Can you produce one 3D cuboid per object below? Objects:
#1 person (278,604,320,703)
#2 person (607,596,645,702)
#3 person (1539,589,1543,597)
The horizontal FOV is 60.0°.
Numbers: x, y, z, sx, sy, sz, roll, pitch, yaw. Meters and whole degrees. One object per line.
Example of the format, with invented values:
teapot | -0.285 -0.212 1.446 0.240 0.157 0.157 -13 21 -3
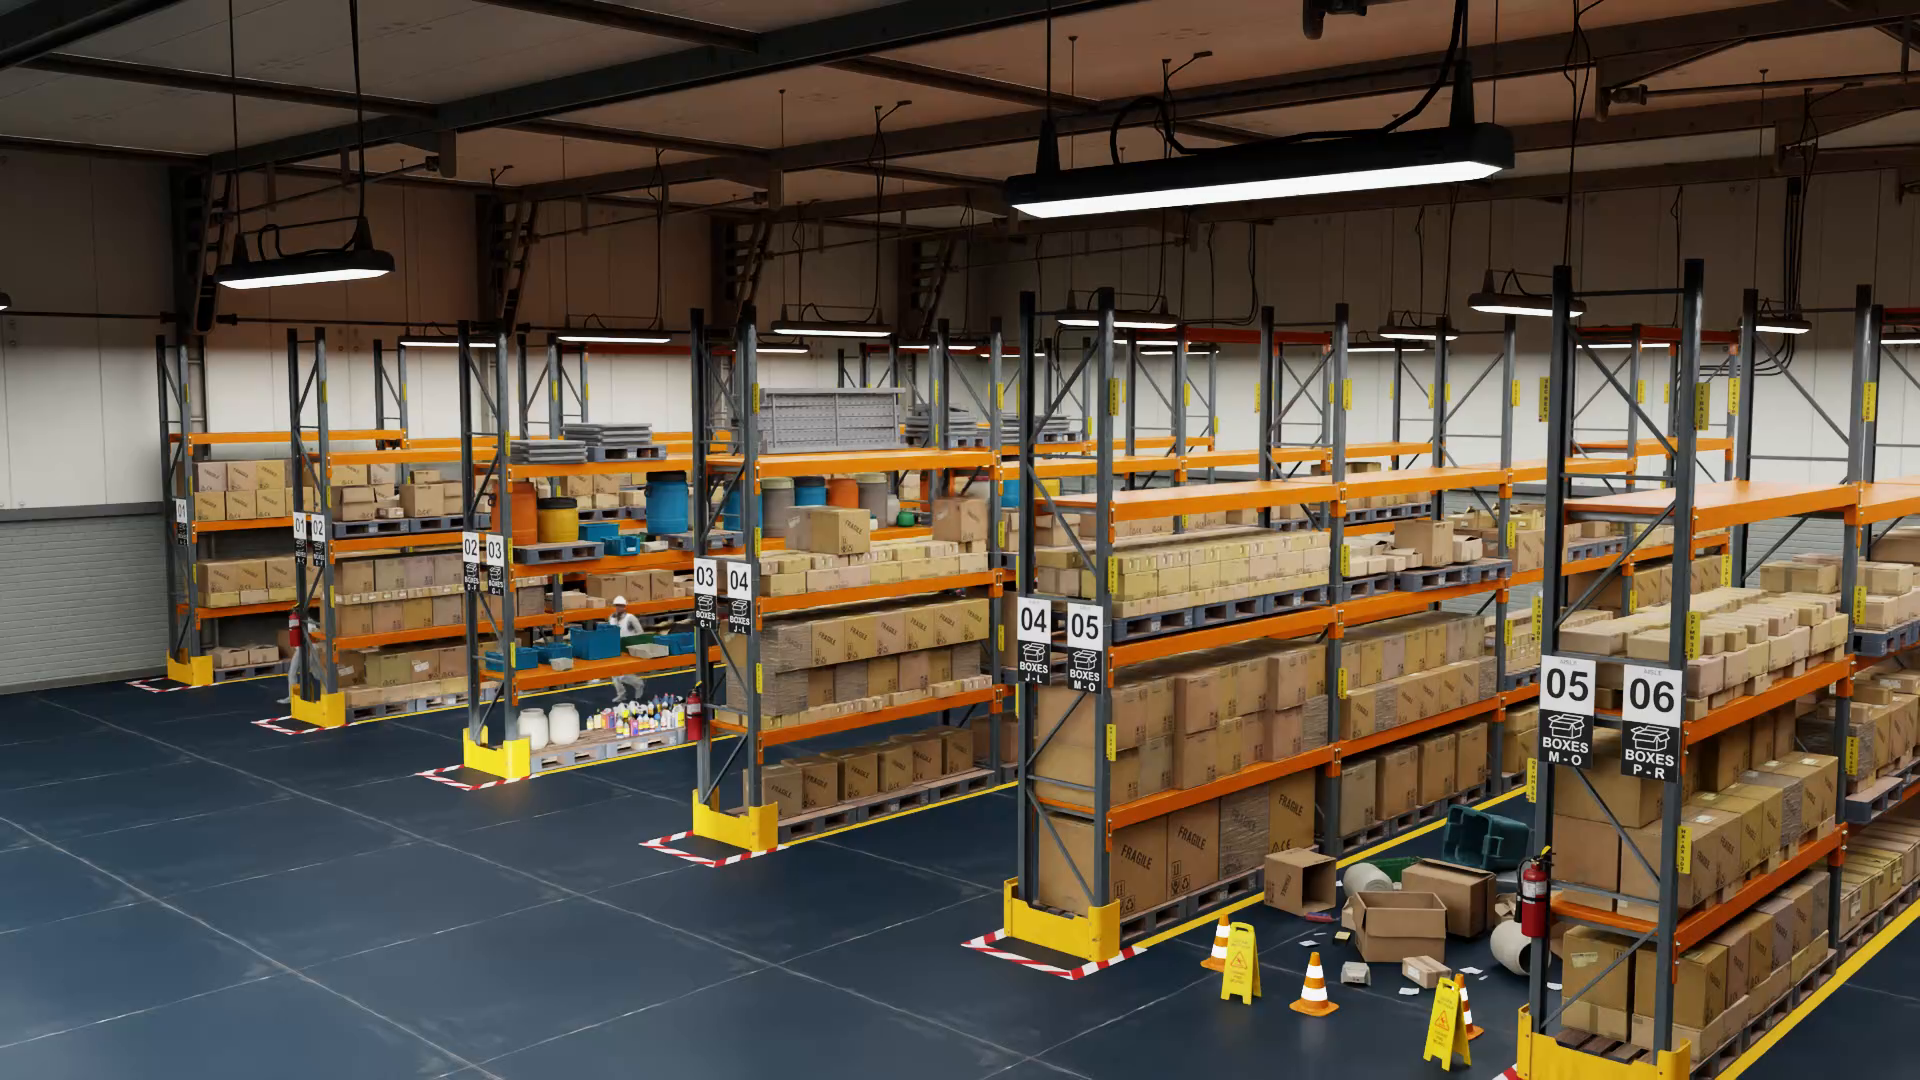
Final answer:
person | -10.597 1.821 26.990 0.491 1.625 0.871 3 6 30
person | -5.464 1.763 27.112 0.657 1.725 0.606 4 7 36
person | 10.512 1.483 29.723 0.644 1.768 0.754 -3 6 -30
